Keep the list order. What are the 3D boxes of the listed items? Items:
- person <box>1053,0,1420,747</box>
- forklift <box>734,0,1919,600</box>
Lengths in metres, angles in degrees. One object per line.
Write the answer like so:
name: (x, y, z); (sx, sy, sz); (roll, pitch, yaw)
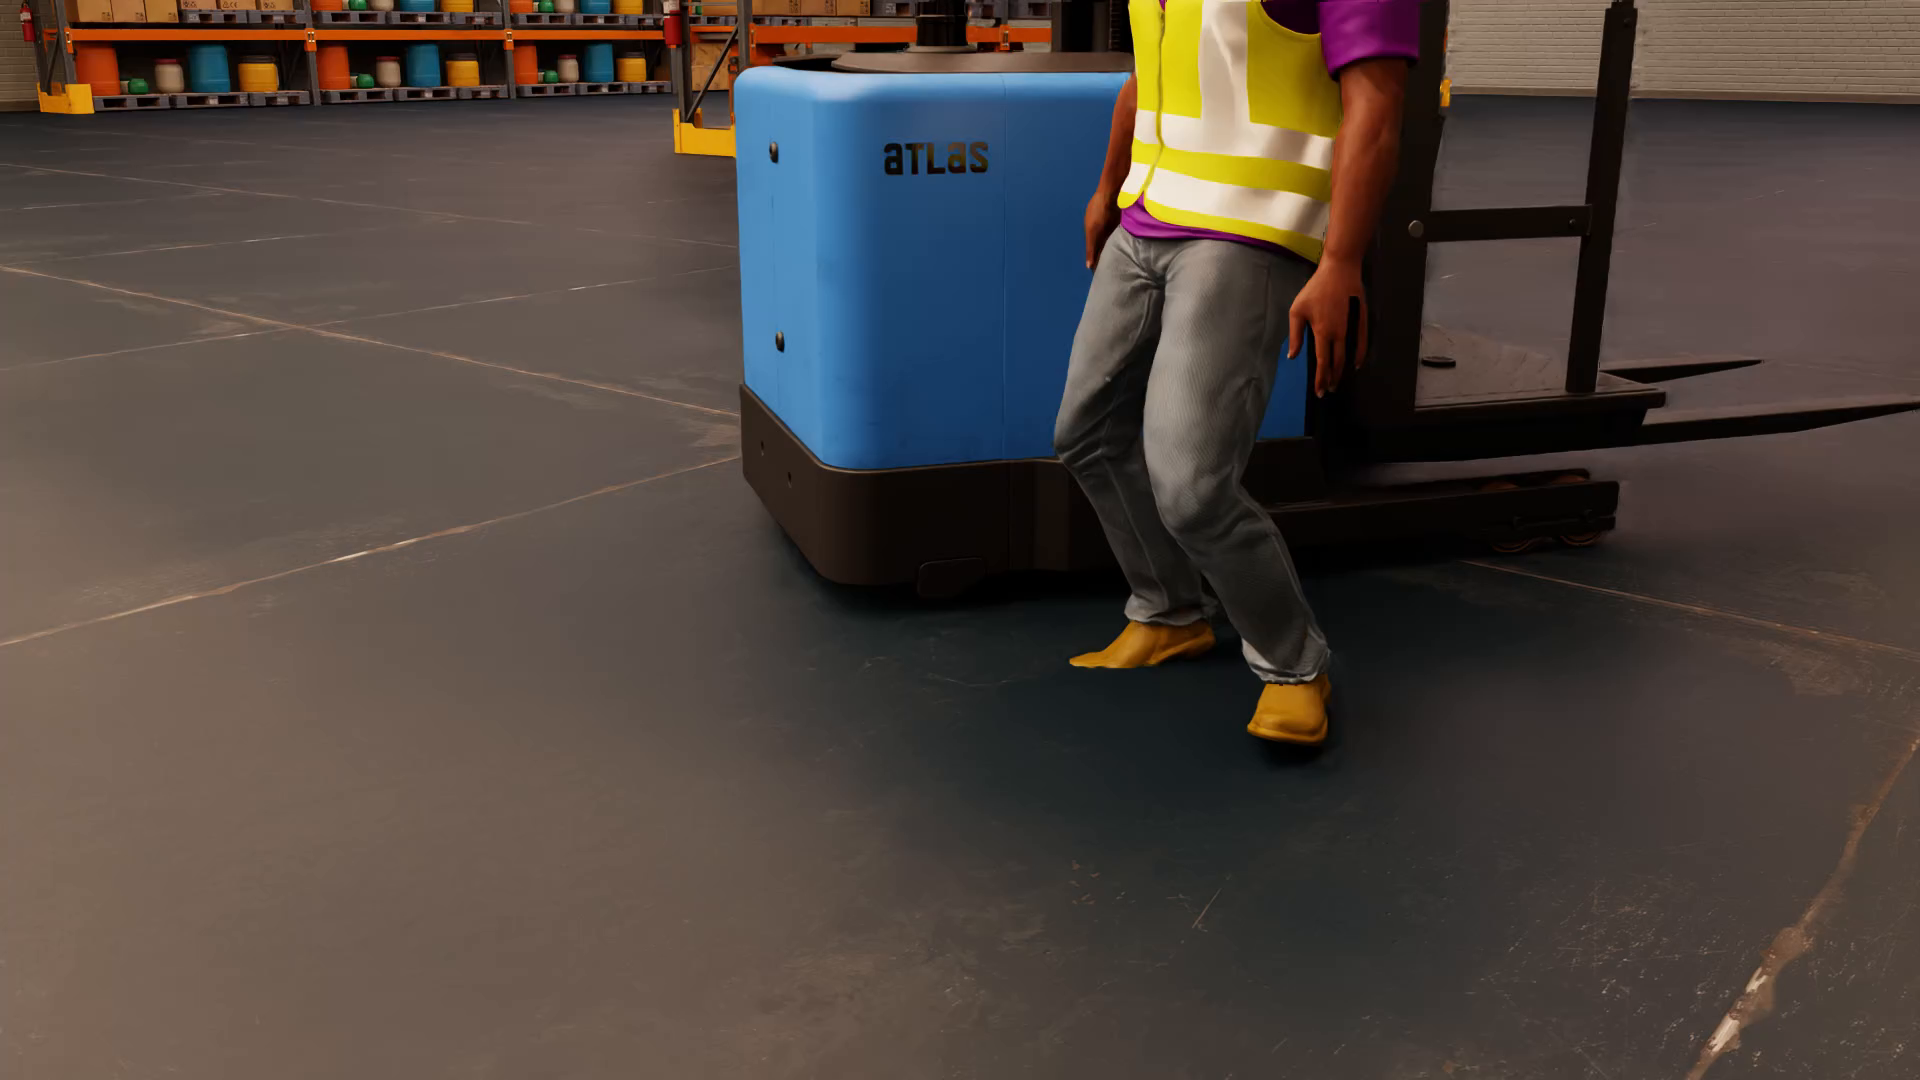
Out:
person: (0.411, -0.512, 2.786); (0.396, 1.742, 0.866); (-6, 18, -18)
forklift: (1.022, -1.511, 3.874); (3.031, 2.935, 1.130); (-5, 18, -17)
